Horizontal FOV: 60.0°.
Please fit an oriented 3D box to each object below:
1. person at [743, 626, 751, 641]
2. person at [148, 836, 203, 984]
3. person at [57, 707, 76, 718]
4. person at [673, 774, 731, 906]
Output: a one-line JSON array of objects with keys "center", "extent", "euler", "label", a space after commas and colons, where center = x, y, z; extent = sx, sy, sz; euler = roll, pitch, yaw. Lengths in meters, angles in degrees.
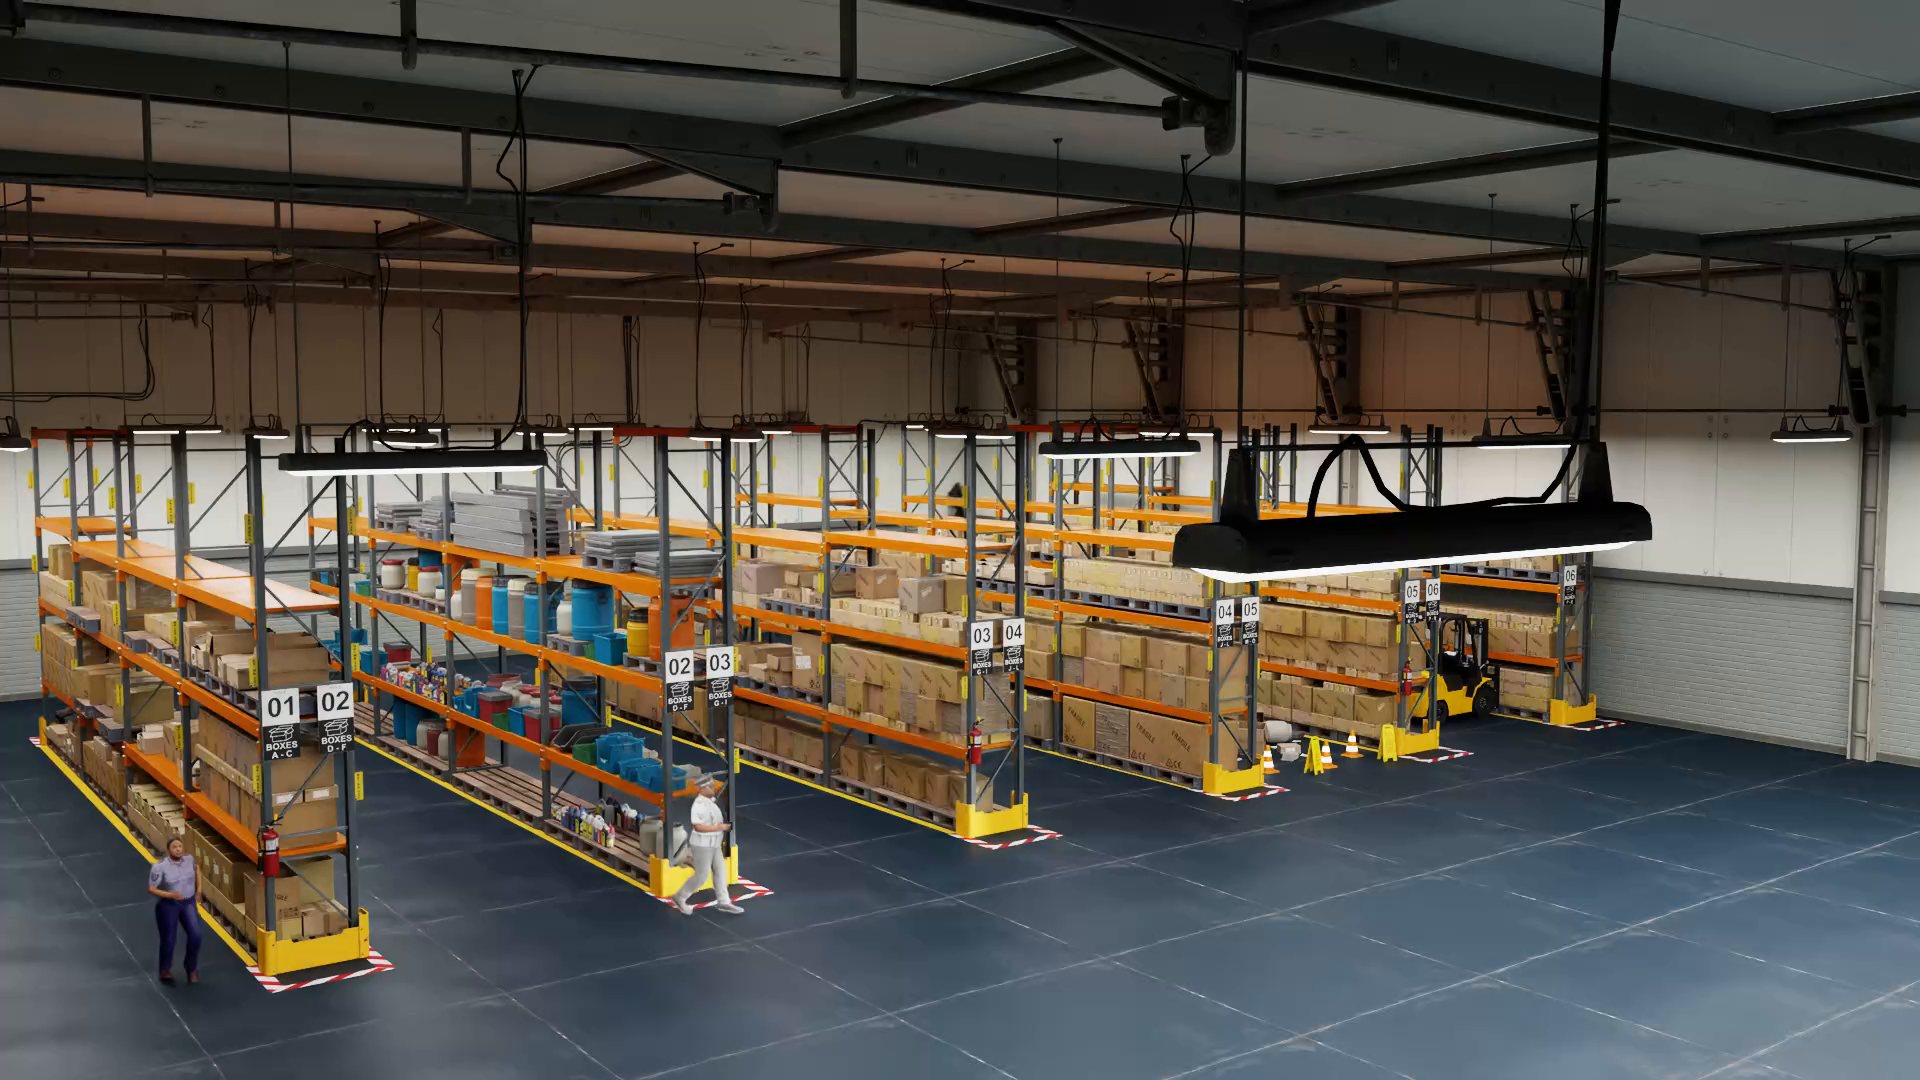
[{"center": [-5.383, 2.175, 42.522], "extent": [0.566, 1.677, 0.867], "euler": [1, 5, 17], "label": "person"}, {"center": [-8.603, 4.093, 18.309], "extent": [0.691, 1.698, 0.627], "euler": [4, 6, 44], "label": "person"}, {"center": [-17.434, 2.900, 32.692], "extent": [0.605, 1.632, 0.528], "euler": [-2, 5, -26], "label": "person"}, {"center": [-3.200, 3.752, 20.737], "extent": [0.737, 1.682, 0.680], "euler": [1, 5, 8], "label": "person"}]
